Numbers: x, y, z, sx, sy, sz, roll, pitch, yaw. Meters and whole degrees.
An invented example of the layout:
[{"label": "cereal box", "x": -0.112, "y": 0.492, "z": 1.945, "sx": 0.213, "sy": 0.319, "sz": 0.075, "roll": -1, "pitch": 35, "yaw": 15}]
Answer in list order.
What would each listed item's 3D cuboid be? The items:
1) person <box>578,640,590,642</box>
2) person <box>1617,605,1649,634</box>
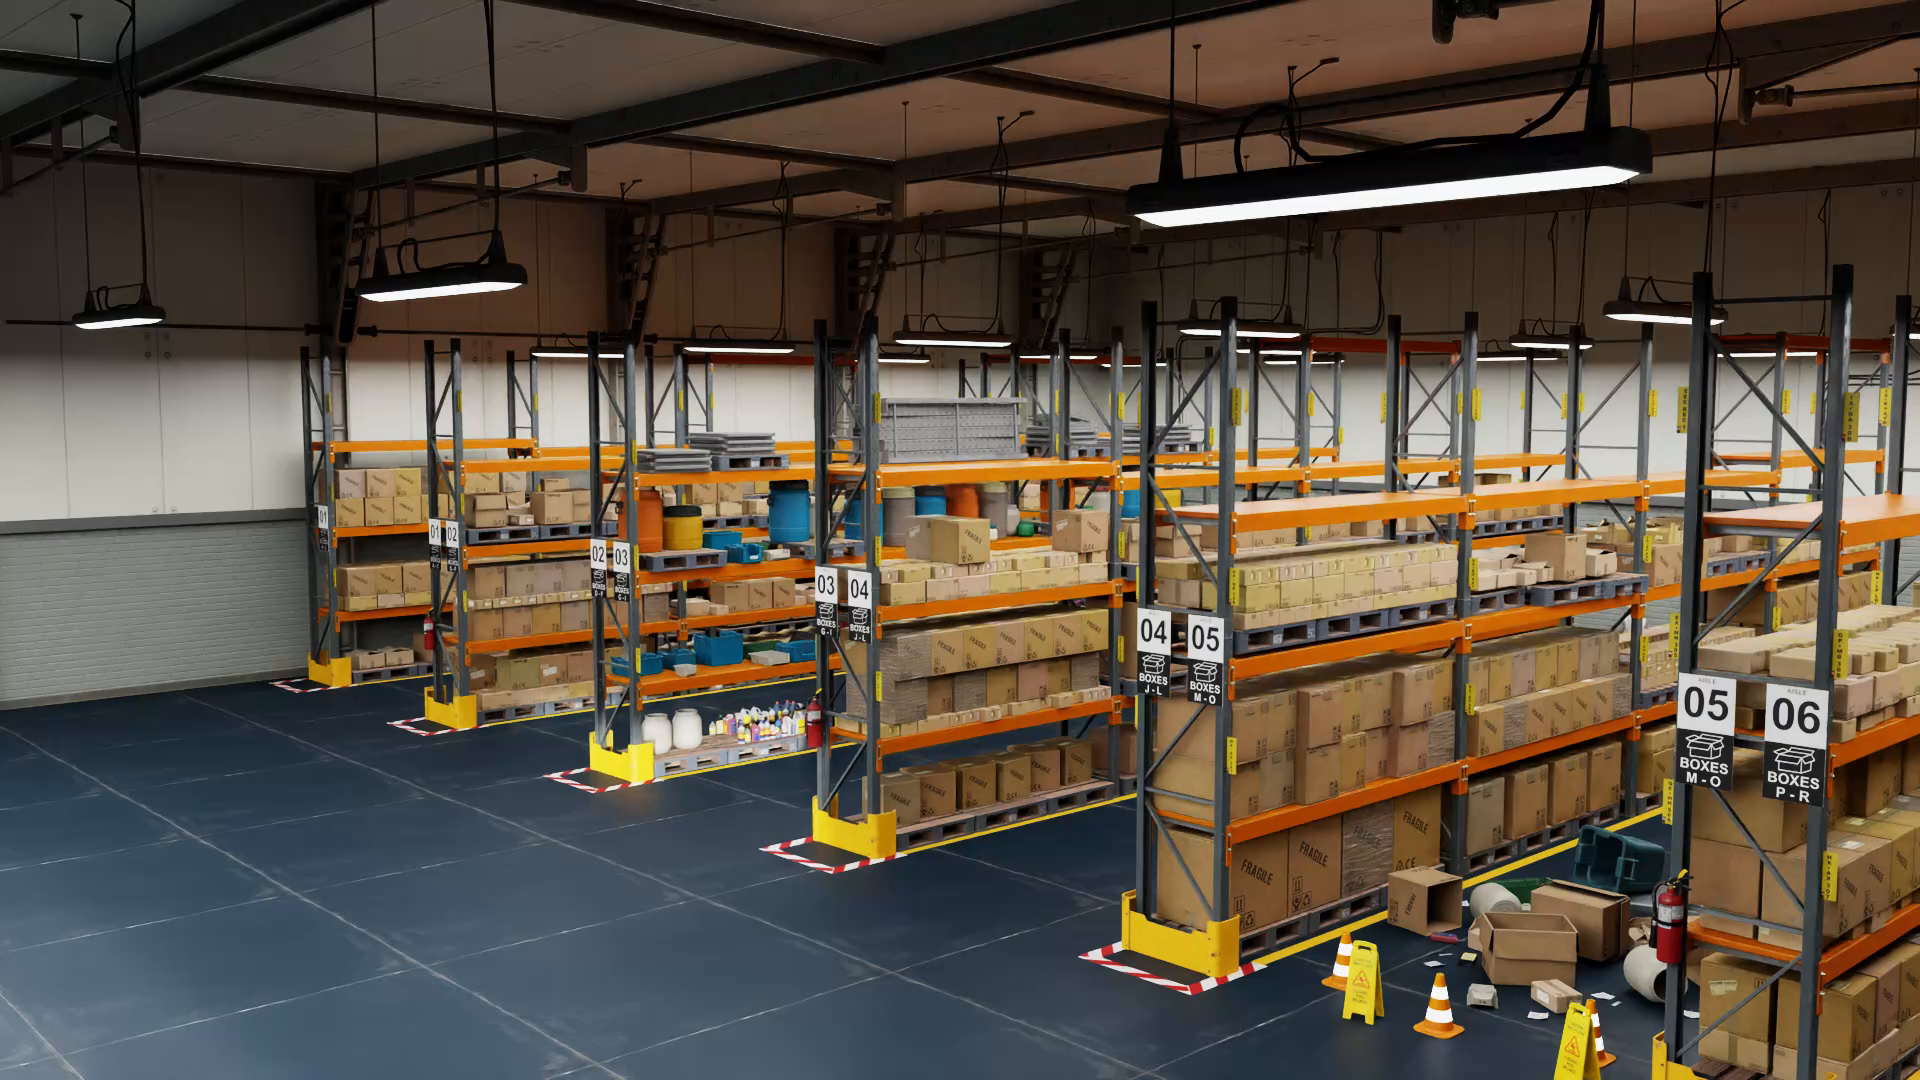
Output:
[{"label": "person", "x": -7.066, "y": 1.559, "z": 30.785, "sx": 0.551, "sy": 1.763, "sz": 0.591, "roll": -3, "pitch": 6, "yaw": -30}, {"label": "person", "x": 11.065, "y": 1.864, "z": 27.392, "sx": 0.603, "sy": 1.790, "sz": 0.472, "roll": 0, "pitch": 5, "yaw": 3}]
